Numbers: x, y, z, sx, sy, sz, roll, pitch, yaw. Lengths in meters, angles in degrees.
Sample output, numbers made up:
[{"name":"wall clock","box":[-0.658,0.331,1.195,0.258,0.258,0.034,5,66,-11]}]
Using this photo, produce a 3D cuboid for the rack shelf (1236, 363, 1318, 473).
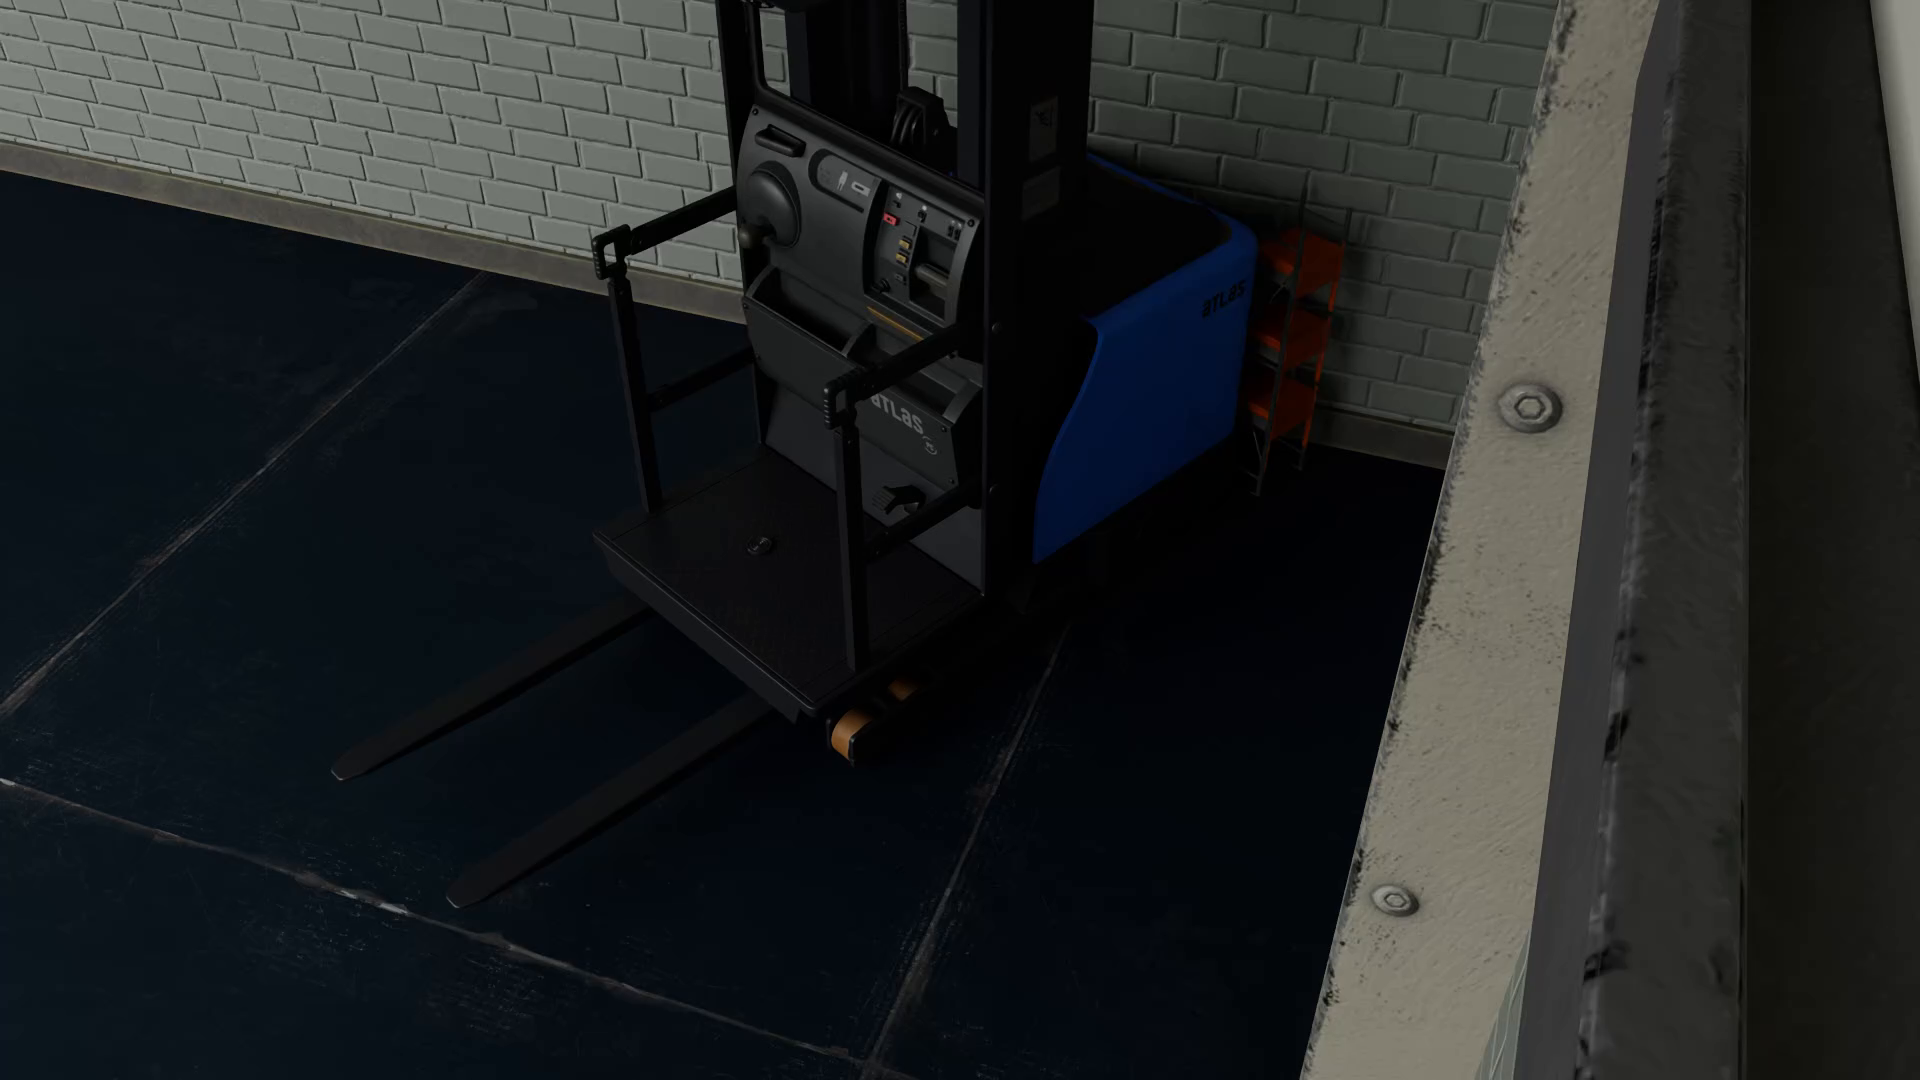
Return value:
[{"name":"rack shelf","box":[1.092,-0.435,5.887,0.240,0.259,0.215,-29,48,-33]}]

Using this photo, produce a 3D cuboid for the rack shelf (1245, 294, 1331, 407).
[{"name":"rack shelf","box":[1.099,-0.652,5.713,0.240,0.259,0.215,-29,48,-33]}]

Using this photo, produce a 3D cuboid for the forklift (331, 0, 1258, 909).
[{"name":"forklift","box":[-0.446,-0.833,4.468,3.031,2.935,1.130,-32,50,-32]}]

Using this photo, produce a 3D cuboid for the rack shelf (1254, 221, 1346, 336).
[{"name":"rack shelf","box":[1.107,-0.874,5.536,0.240,0.259,0.215,-29,48,-33]}]

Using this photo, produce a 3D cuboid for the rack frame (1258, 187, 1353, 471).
[{"name":"rack frame","box":[1.189,-0.710,5.773,0.008,1.050,0.200,-29,48,-33]}]

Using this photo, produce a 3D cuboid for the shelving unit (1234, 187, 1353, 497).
[{"name":"shelving unit","box":[1.100,-0.660,5.707,0.252,1.050,0.215,-29,48,-33]}]

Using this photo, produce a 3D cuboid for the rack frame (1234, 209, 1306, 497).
[{"name":"rack frame","box":[1.010,-0.610,5.640,0.008,1.050,0.200,-29,48,-33]}]
